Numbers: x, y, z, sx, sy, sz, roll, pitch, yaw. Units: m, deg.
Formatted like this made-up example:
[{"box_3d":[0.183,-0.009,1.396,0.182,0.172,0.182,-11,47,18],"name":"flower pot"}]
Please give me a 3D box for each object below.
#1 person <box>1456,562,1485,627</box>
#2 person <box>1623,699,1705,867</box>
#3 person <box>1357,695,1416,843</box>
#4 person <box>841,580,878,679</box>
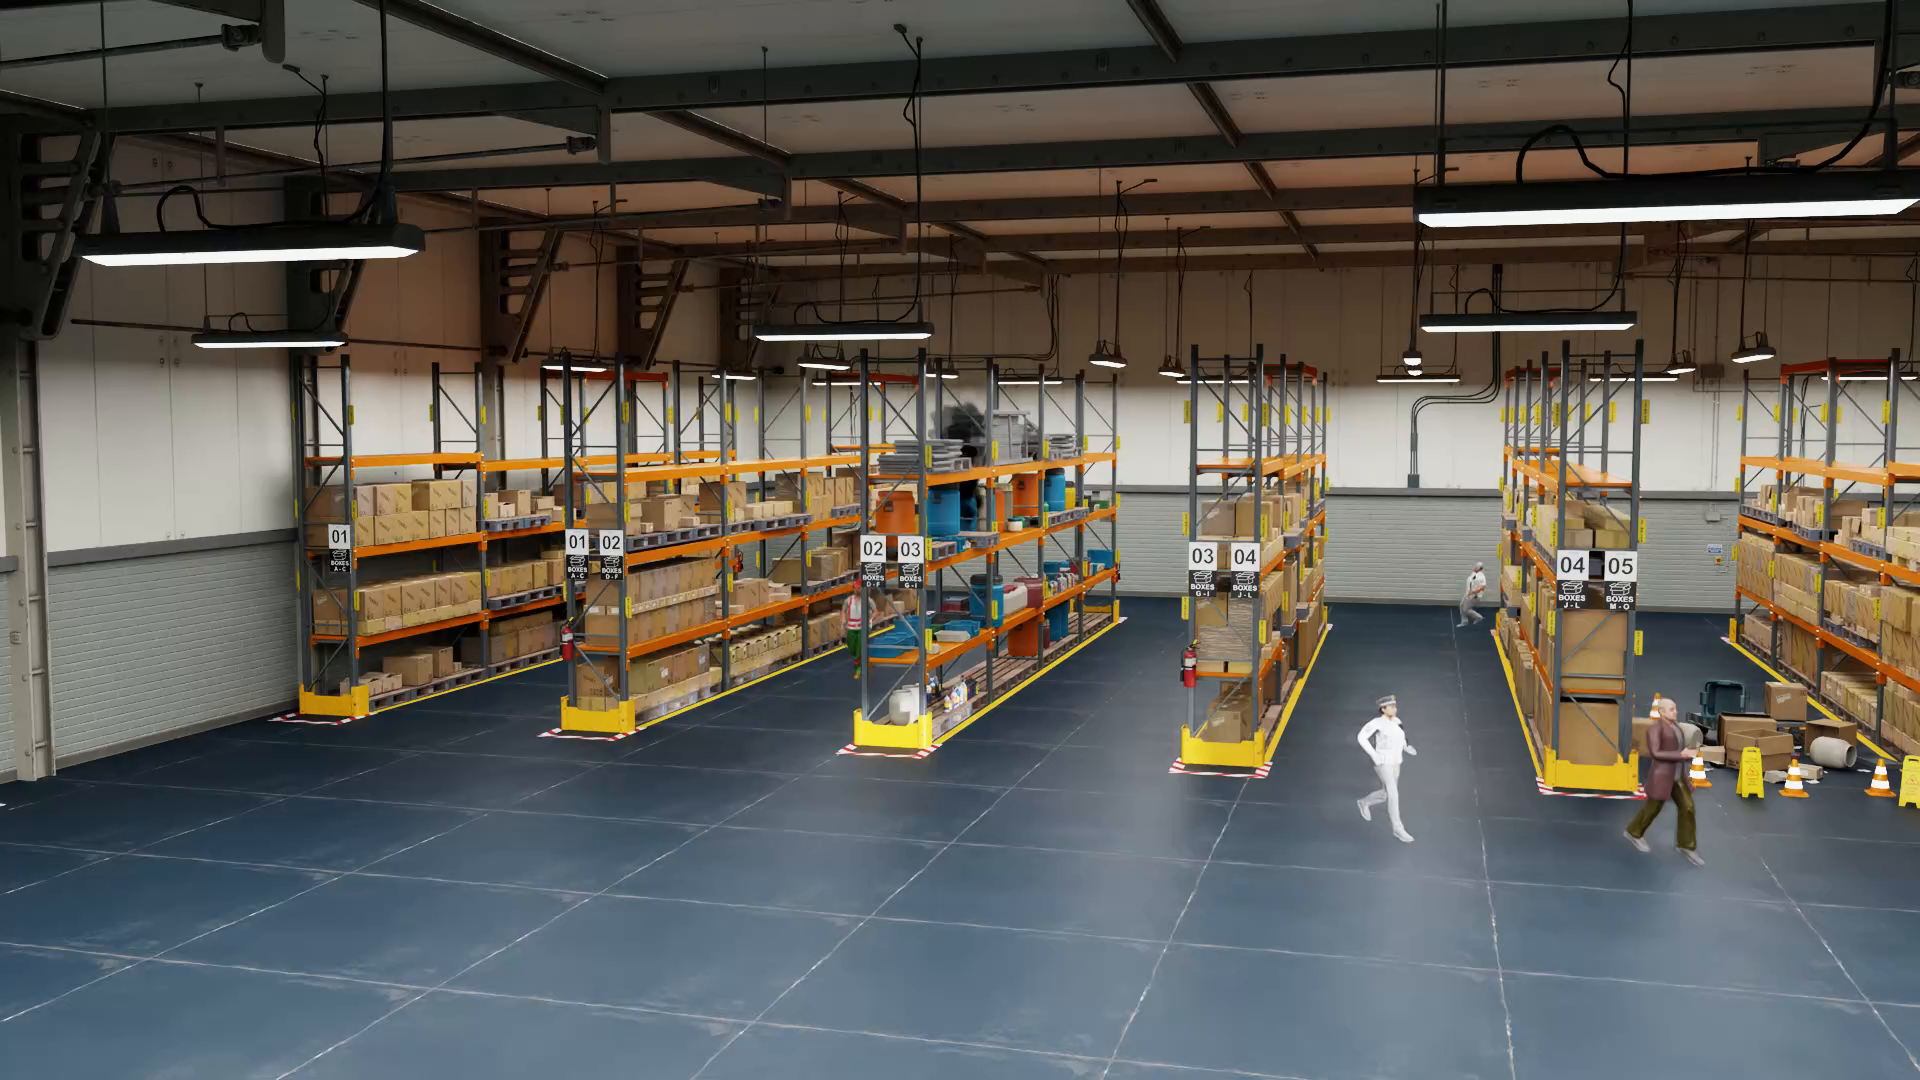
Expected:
[{"box_3d":[12.059,1.294,39.161,0.569,1.585,0.711,0,4,3],"name":"person"},{"box_3d":[7.933,2.695,18.727,0.677,1.832,0.929,-3,5,-31],"name":"person"},{"box_3d":[5.068,2.678,19.822,0.618,1.703,0.904,-3,5,-35],"name":"person"},{"box_3d":[-1.813,1.600,29.901,0.656,1.756,0.741,1,4,8],"name":"person"}]
